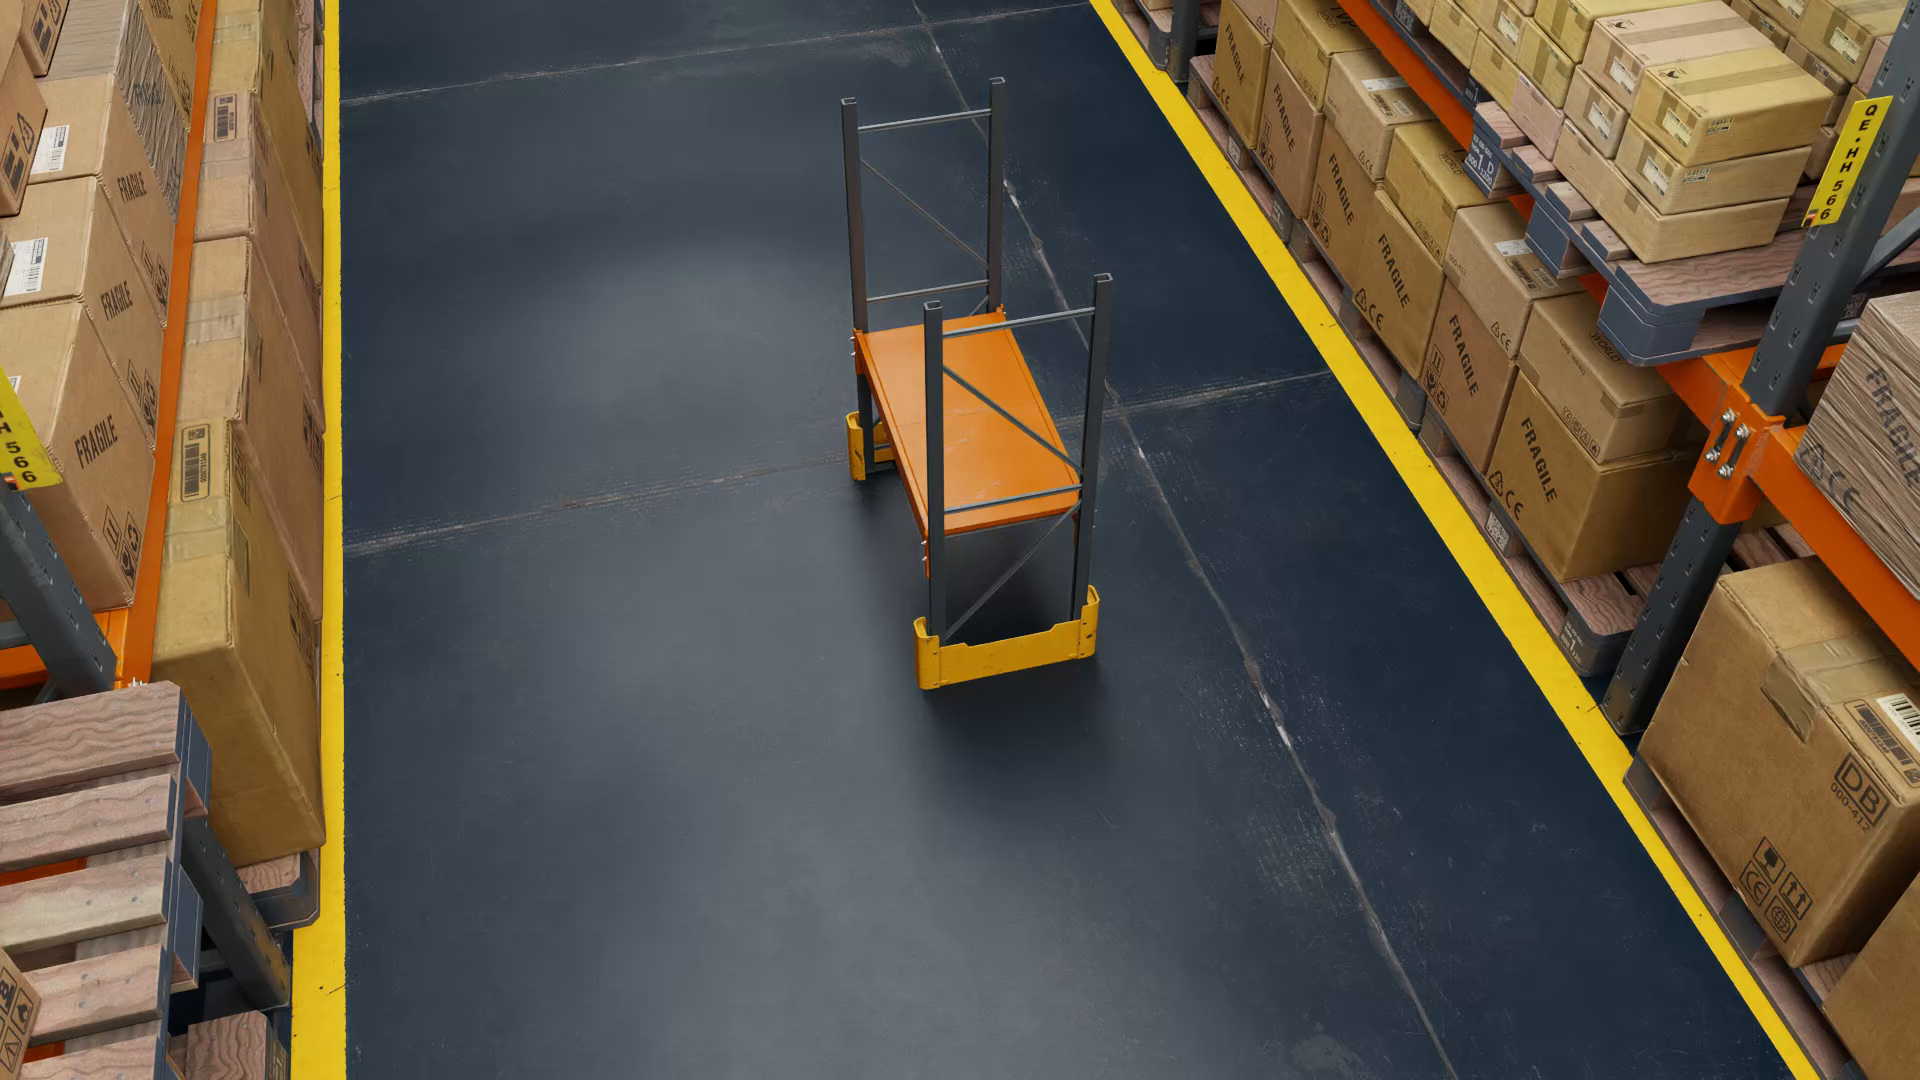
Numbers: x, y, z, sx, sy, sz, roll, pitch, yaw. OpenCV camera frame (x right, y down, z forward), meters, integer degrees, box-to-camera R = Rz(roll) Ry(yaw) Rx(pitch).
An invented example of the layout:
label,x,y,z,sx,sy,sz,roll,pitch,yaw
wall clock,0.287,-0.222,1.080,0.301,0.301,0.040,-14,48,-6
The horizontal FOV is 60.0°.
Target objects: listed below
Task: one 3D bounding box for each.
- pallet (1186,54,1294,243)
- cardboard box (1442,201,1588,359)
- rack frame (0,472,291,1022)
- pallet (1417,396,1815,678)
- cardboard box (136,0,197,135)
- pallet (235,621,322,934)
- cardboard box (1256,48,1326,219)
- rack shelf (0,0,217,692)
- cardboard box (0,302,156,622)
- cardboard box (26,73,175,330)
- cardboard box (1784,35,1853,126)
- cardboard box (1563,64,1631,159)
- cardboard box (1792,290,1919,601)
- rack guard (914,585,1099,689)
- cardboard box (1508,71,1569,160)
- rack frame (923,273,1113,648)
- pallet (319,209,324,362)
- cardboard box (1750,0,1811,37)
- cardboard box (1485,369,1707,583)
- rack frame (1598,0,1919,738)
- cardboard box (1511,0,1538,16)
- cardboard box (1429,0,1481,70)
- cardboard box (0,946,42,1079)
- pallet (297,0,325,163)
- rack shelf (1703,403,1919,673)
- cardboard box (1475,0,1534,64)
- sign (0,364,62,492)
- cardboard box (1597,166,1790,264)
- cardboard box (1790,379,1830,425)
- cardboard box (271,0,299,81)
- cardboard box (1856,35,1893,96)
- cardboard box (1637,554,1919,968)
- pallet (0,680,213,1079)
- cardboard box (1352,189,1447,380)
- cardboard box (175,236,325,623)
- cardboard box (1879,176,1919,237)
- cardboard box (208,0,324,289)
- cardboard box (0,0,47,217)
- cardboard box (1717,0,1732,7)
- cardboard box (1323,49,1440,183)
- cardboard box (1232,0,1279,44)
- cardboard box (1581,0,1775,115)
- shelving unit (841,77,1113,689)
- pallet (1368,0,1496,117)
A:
label,x,y,z,sx,sy,sz,roll,pitch,yaw
pallet,1.683,-1.819,7.385,1.003,0.211,1.213,-11,47,-10
cardboard box,1.938,-0.876,5.439,0.500,0.250,0.500,-10,46,-10
rack frame,-2.314,0.267,3.388,1.000,3.000,0.127,-11,47,-10
pallet,2.308,-0.134,5.734,1.003,0.211,1.213,-11,47,-10
cardboard box,-2.694,-1.555,5.103,0.500,0.500,0.500,-11,47,-11
pallet,-2.443,0.685,4.931,1.003,0.211,1.213,-11,47,-10
cardboard box,1.552,-1.680,6.753,0.500,0.500,0.500,-9,46,-9
rack shelf,-2.826,-0.862,4.998,1.077,0.370,4.000,-11,47,-10
cardboard box,-2.175,-0.154,3.730,0.500,0.500,0.500,-9,46,-9
cardboard box,-2.444,-0.862,4.425,0.500,0.500,0.500,-11,47,-11
cardboard box,2.506,-1.291,4.588,0.380,0.149,0.250,-9,46,-8
cardboard box,1.870,-1.175,4.475,0.380,0.149,0.250,-9,46,-9
cardboard box,2.361,-0.246,3.821,0.500,0.500,0.500,-10,46,-10
rack guard,0.147,0.309,5.272,0.587,0.250,0.087,-11,47,-10
cardboard box,1.808,-1.235,4.742,0.380,0.149,0.250,-10,46,-10
rack frame,0.152,-0.115,4.813,0.500,1.500,0.032,-11,47,-10
pallet,-3.068,-1.000,6.582,1.003,0.211,1.213,-11,47,-10
cardboard box,2.446,-1.547,4.631,0.380,0.149,0.250,-11,47,-11
cardboard box,2.085,-0.249,5.350,0.500,0.500,0.500,-11,47,-11
rack frame,2.507,-0.570,4.209,1.000,3.000,0.127,-11,47,-10
cardboard box,1.737,-1.630,4.713,0.380,0.149,0.250,-9,46,-9
cardboard box,1.677,-1.593,5.093,0.380,0.149,0.250,-13,47,-12
cardboard box,-1.897,0.817,2.485,0.700,0.500,0.500,-4,46,-4
pallet,-3.457,-2.058,7.619,1.003,0.211,1.213,-11,47,-10
rack shelf,3.019,1.062,3.112,1.077,0.370,4.000,-11,47,-10
cardboard box,1.737,-1.529,4.822,0.380,0.149,0.250,-11,47,-10
sign,-1.792,-0.217,3.107,0.100,0.325,0.005,-11,47,-10
cardboard box,1.936,-0.886,4.400,0.380,0.149,0.250,-10,46,-10
cardboard box,2.564,-0.625,5.194,0.500,0.250,0.500,-13,47,-12
cardboard box,-3.430,-2.368,7.165,0.875,0.875,0.875,-11,47,-10
cardboard box,2.574,-1.195,4.286,0.380,0.149,0.250,-11,47,-10
cardboard box,2.576,0.507,4.434,1.050,0.750,0.750,-11,47,-11
pallet,-2.029,0.806,2.994,1.213,0.211,1.003,-11,47,-10
cardboard box,1.805,-0.970,6.057,0.500,0.500,0.500,-13,47,-12
cardboard box,-2.691,-0.234,5.072,1.225,0.875,0.875,-11,47,-10
cardboard box,2.587,-0.975,4.487,0.380,0.149,0.250,-11,47,-11
cardboard box,-3.155,-1.460,6.274,1.225,0.875,0.875,-11,47,-10
cardboard box,-2.650,-1.078,3.933,0.797,0.503,0.637,-10,46,-9
cardboard box,2.369,-1.649,4.939,0.380,0.149,0.250,-11,47,-10
cardboard box,1.681,-1.588,6.137,0.500,0.250,0.500,-9,46,-9
cardboard box,1.416,-2.308,6.843,0.500,0.250,0.500,-13,47,-12
cardboard box,1.876,-1.266,4.356,0.380,0.149,0.250,-11,47,-11
shelving unit,0.020,-0.472,5.163,0.587,1.500,1.083,-11,47,-10
pallet,1.960,-1.862,5.609,1.003,0.211,1.213,-11,47,-10
